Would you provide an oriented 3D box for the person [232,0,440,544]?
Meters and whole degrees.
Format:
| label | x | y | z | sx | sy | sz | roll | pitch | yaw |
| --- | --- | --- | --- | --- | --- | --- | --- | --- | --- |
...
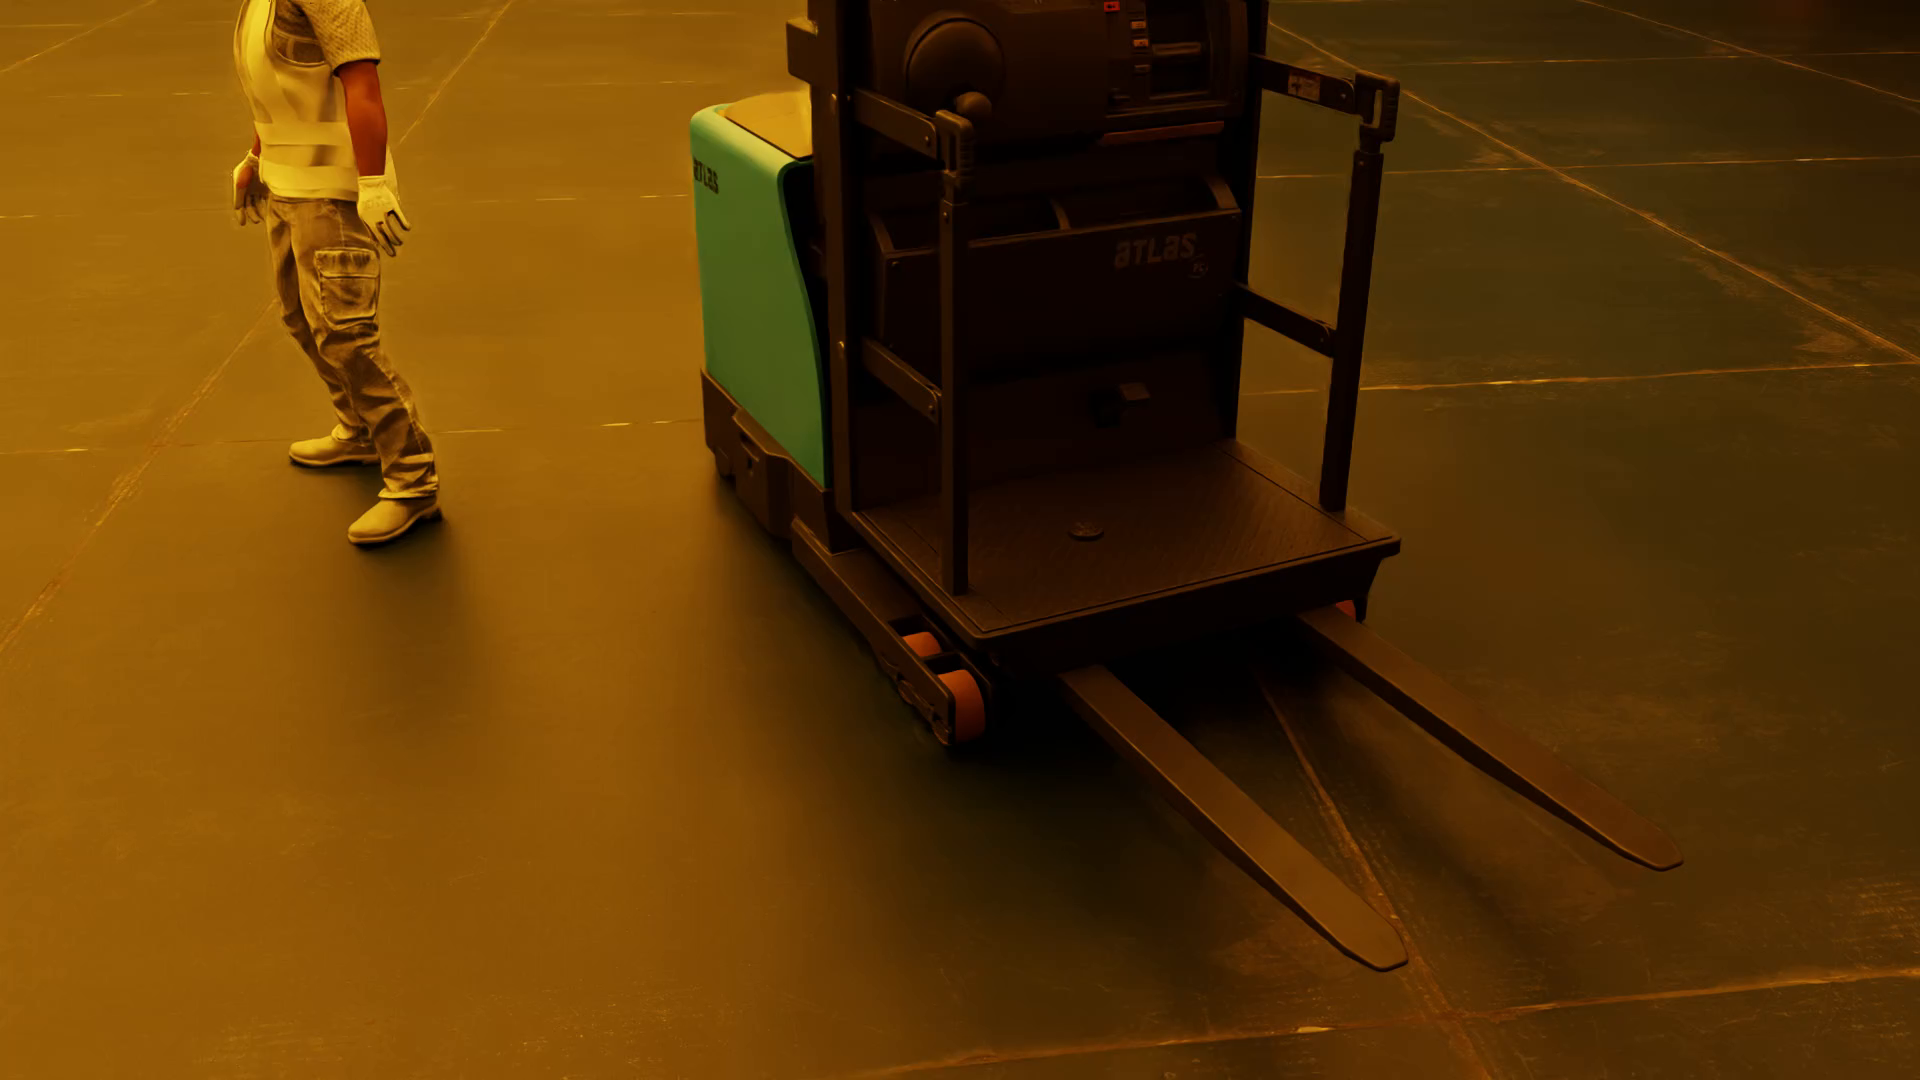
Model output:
| label | x | y | z | sx | sy | sz | roll | pitch | yaw |
| --- | --- | --- | --- | --- | --- | --- | --- | --- | --- |
| person | -1.775 | -0.946 | 4.557 | 0.405 | 1.748 | 0.881 | -16 | 30 | -29 |

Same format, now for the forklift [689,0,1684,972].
| label | x | y | z | sx | sy | sz | roll | pitch | yaw |
| --- | --- | --- | --- | --- | --- | --- | --- | --- | --- |
| forklift | 0.319 | -1.085 | 3.481 | 1.130 | 2.935 | 3.031 | -12 | 28 | -23 |
